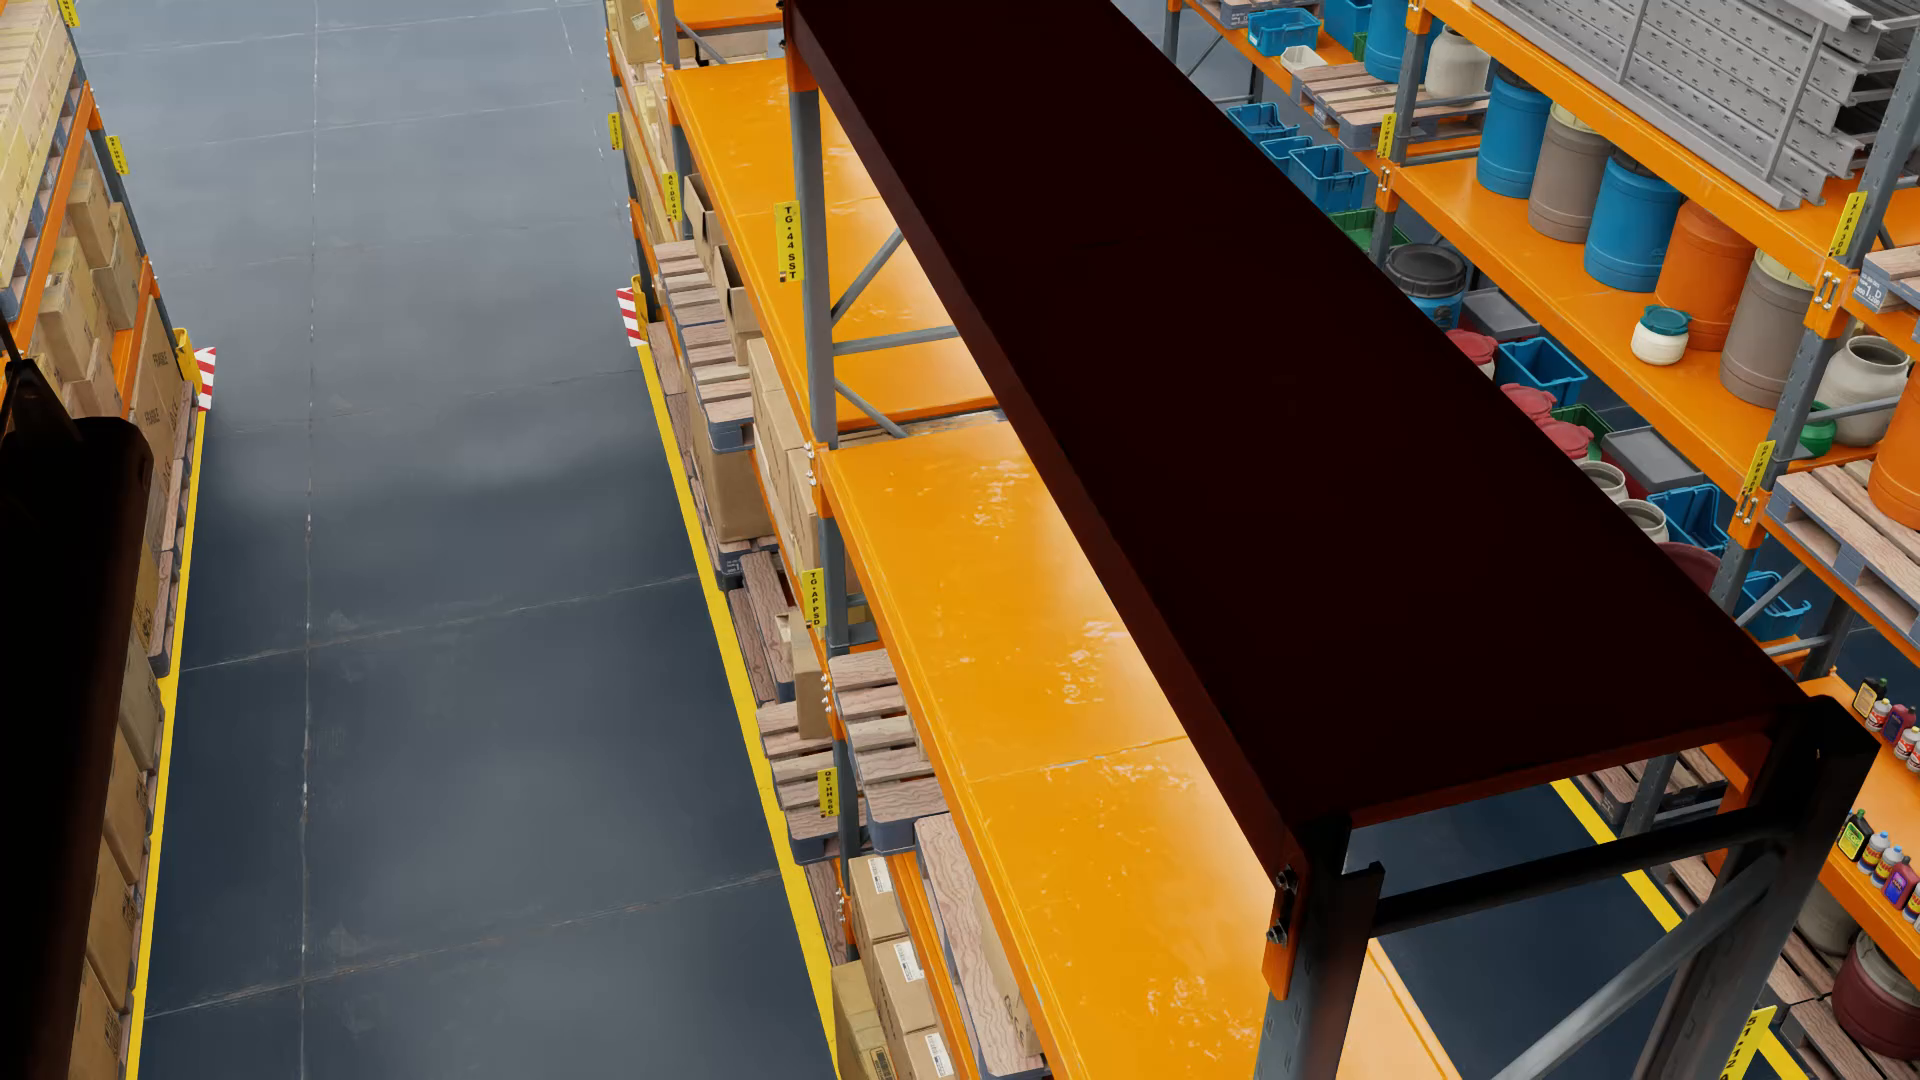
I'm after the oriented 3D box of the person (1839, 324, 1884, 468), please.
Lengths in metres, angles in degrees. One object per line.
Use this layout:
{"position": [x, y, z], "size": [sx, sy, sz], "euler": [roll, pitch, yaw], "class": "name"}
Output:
{"position": [6.767, -1.070, 12.792], "size": [0.570, 1.661, 1.054], "euler": [-31, 48, -33], "class": "person"}
